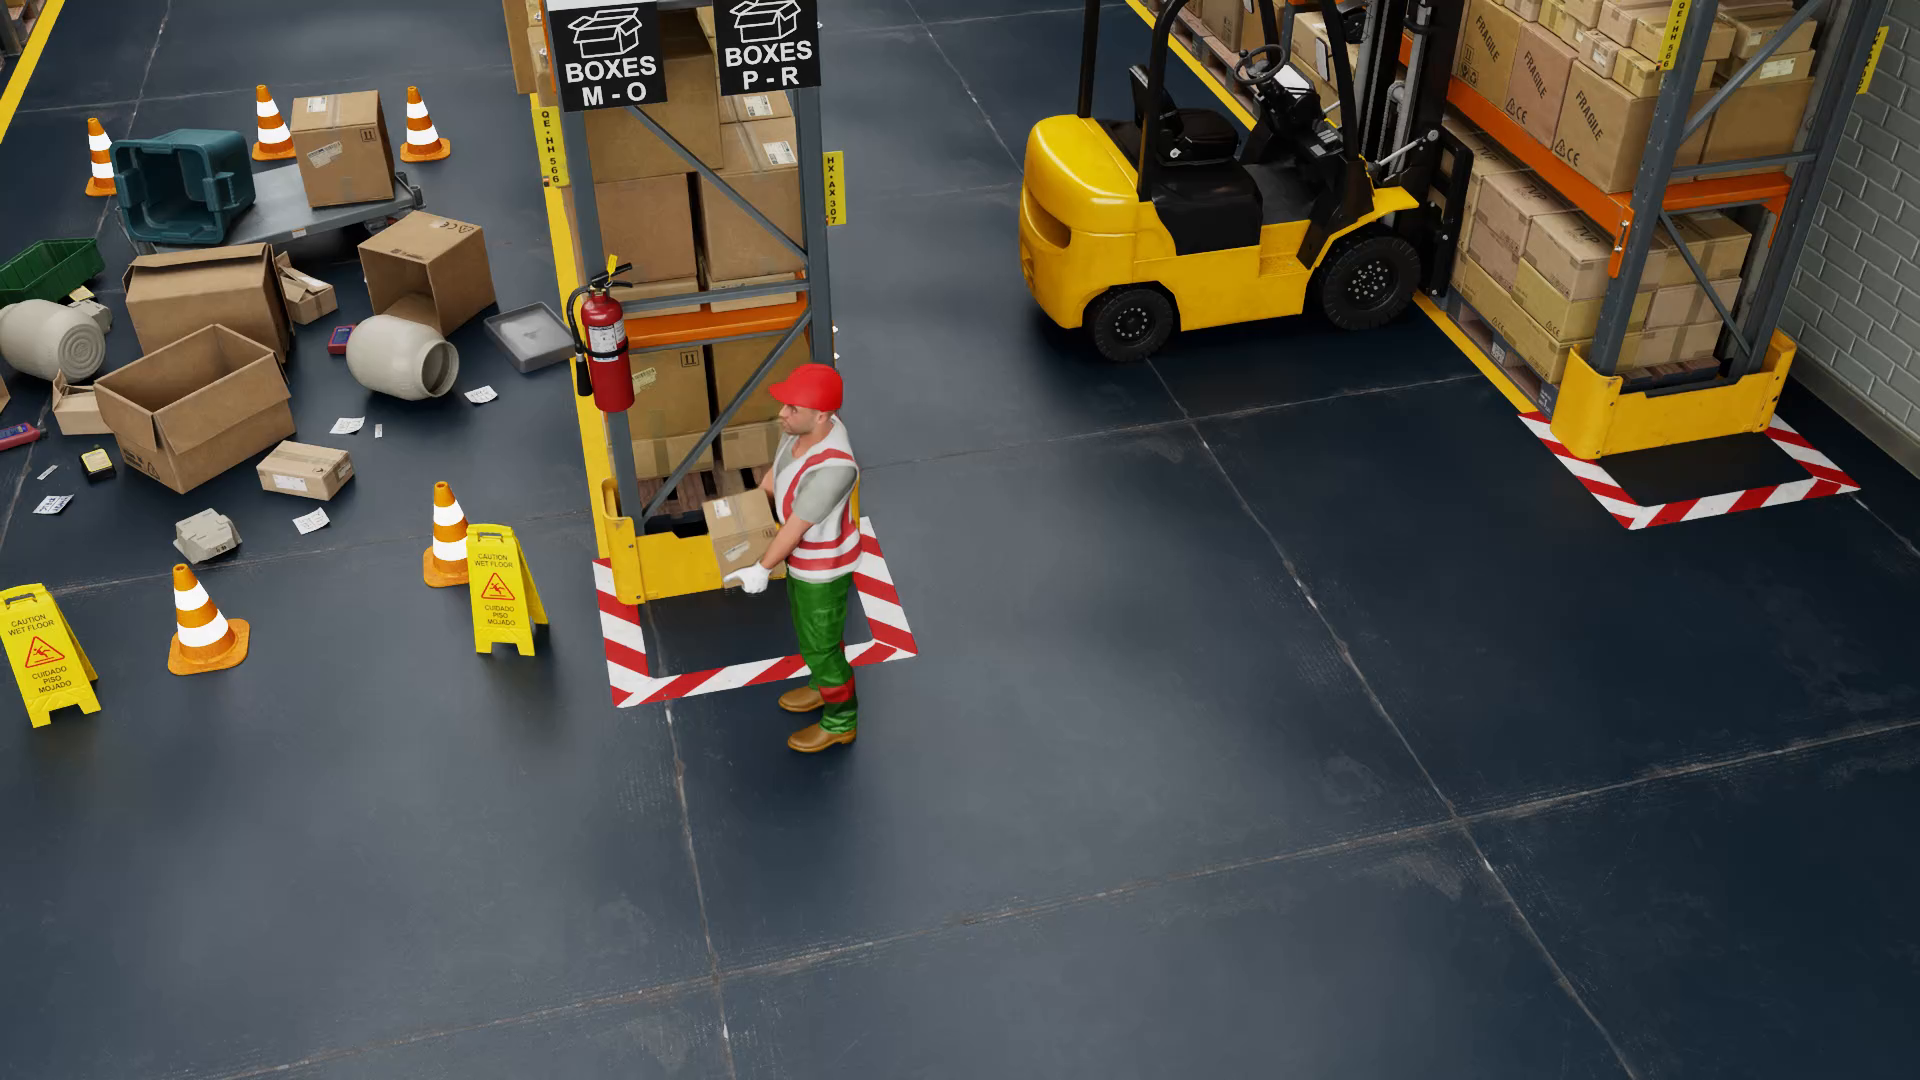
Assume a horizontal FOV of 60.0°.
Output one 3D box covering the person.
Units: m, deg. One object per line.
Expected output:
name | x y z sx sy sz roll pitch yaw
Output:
person | -0.670 0.090 6.579 0.559 1.786 0.495 -9 39 -12
